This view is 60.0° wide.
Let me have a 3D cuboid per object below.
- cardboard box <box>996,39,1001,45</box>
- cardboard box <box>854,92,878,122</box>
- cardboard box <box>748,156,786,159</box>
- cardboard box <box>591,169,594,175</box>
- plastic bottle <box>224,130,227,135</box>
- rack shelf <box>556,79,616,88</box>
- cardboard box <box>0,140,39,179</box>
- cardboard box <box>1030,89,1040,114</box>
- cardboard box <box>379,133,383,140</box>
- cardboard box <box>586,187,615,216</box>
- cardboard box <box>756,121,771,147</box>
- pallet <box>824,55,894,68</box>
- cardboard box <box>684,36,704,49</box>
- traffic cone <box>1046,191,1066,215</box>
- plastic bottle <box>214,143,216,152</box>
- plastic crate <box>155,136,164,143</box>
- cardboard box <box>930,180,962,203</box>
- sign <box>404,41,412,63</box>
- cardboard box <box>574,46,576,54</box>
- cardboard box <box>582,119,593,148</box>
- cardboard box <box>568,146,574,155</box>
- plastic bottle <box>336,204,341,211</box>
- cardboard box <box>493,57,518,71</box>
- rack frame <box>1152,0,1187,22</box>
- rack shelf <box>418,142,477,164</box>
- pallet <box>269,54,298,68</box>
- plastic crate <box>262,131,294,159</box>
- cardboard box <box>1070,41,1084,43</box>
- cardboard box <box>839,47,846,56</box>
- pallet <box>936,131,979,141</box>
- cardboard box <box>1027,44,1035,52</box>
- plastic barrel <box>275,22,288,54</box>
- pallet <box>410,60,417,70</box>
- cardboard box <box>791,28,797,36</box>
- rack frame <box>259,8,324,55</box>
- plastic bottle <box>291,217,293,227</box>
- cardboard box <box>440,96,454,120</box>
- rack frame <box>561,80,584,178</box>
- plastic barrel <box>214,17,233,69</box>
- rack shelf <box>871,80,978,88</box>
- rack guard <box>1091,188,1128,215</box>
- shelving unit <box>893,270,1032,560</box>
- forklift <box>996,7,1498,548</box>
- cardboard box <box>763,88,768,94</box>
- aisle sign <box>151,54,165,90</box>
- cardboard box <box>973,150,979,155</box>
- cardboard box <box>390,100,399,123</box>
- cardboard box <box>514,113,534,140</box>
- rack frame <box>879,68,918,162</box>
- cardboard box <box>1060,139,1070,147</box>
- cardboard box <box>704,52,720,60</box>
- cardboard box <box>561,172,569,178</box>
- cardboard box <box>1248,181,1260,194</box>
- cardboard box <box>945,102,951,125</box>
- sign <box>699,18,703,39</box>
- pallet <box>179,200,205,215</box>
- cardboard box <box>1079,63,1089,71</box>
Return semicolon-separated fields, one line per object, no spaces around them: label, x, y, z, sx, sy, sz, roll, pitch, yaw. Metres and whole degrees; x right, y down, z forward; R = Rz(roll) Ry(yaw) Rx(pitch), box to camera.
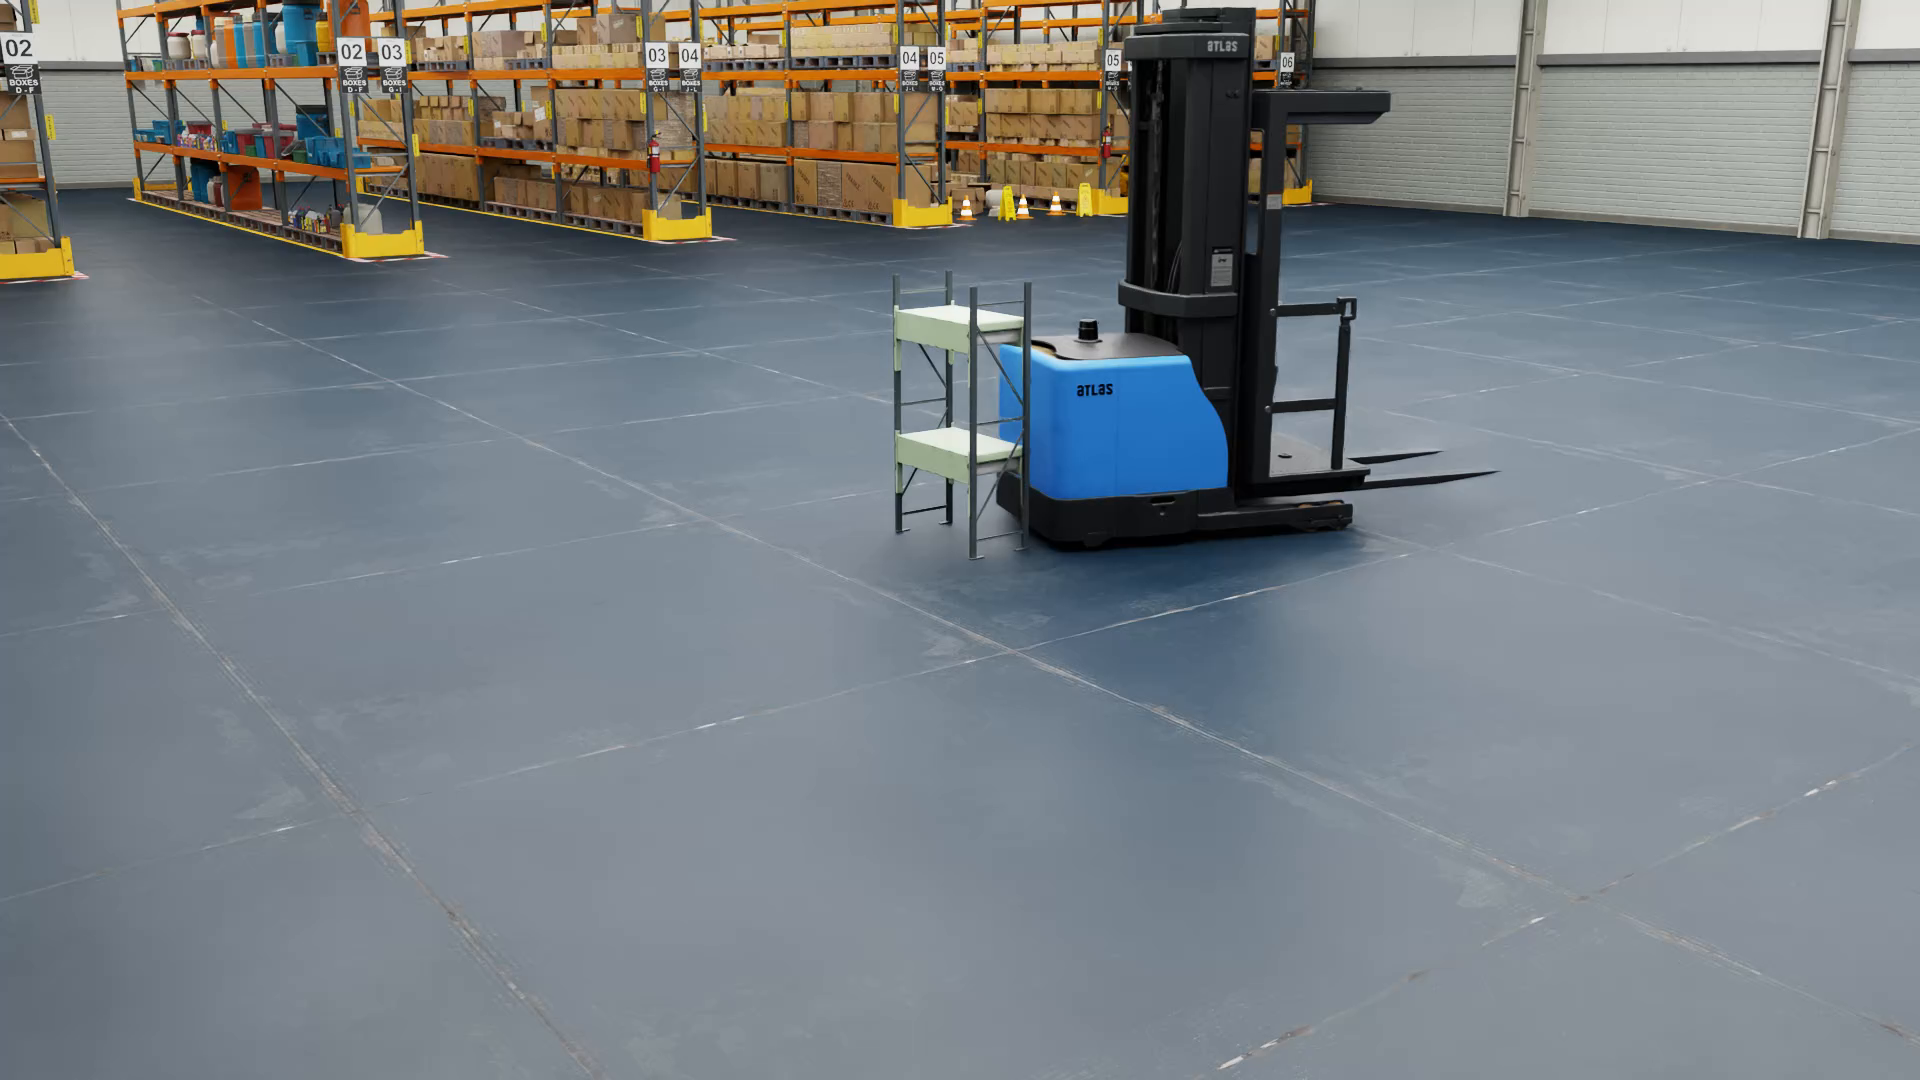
cardboard box;0.565;-11.097;37.297;0.500;0.250;0.500;-11;19;-36
cardboard box;-1.512;-8.265;31.761;0.875;0.550;0.550;-11;19;-35
cardboard box;-5.157;-10.196;45.205;0.875;0.438;0.875;-10;18;-33
cardboard box;-9.044;-9.248;41.725;0.380;0.149;0.250;-10;18;-32
plastic bottle;-14.927;-8.179;33.871;0.144;0.351;0.185;-11;19;-35
rack shelf;-8.939;-11.432;41.343;1.077;0.370;4.000;-11;19;-35
cardboard box;-13.058;-5.207;22.730;0.700;0.500;0.500;-11;19;-35
cardboard box;1.905;-9.212;34.904;0.700;0.500;0.500;-11;19;-35
cardboard box;-13.339;-9.434;38.840;0.380;0.149;0.250;-11;19;-36
cardboard box;-6.585;-6.232;30.605;0.500;0.500;0.500;-5;16;-17
cardboard box;-3.879;-8.423;34.478;0.500;0.500;0.500;-11;19;-35
pallet;-1.874;-9.164;31.862;1.003;0.211;1.213;-11;19;-35
cardboard box;-5.859;-10.961;36.621;0.396;0.266;0.258;-11;19;-35
traffic cone;1.941;-6.800;33.546;0.336;0.463;0.334;-11;19;-35
plastic bottle;-14.125;-7.486;31.620;0.097;0.201;0.097;0;15;0
plastic crate;-17.108;-8.615;35.755;0.293;0.136;0.466;-11;19;-35
cardboard box;-0.400;-7.174;34.578;0.797;0.637;0.503;-11;19;-35
sign;-8.338;-7.361;25.090;0.100;0.325;0.005;-11;19;-35
cardboard box;-6.656;-8.745;29.691;0.380;0.149;0.250;-10;18;-33
cardboard box;-6.275;-7.331;29.926;0.875;0.500;0.500;-11;19;-35
cardboard box;-6.942;-7.130;30.421;0.380;0.149;0.250;-11;19;-35
plastic bottle;-10.525;-5.521;28.252;0.144;0.351;0.185;-11;19;-36
cardboard box;-8.801;-9.319;32.545;0.500;0.250;0.500;-10;18;-33
rack frame;4.898;-12.651;38.754;1.000;3.000;0.127;-11;19;-35
rack shelf;-10.659;-8.383;35.884;1.077;0.370;4.000;-11;19;-35
pallet;-10.634;-7.896;27.420;1.213;0.211;1.003;-11;19;-35
plastic crate;-11.669;-6.766;28.495;0.402;0.464;0.583;-11;19;-35
cardboard box;3.152;-12.073;41.148;0.700;0.500;0.500;-11;19;-36
cardboard box;-2.073;-9.263;31.547;0.380;0.149;0.250;-11;19;-34
pallet;-0.270;-9.332;38.353;1.003;0.211;1.213;-11;19;-35
cardboard box;1.616;-10.309;34.844;0.380;0.149;0.250;-11;19;-35
plastic barrel;-11.043;-8.260;27.385;0.421;0.512;0.421;0;15;0
pallet;-12.307;-10.737;37.609;1.003;0.211;1.213;-11;19;-35
cardboard box;-3.120;-10.027;32.828;0.380;0.149;0.250;-11;19;-34
rack frame;-11.137;-9.573;27.507;1.000;3.000;0.127;-11;19;-35
plastic bottle;-11.185;-5.363;27.954;0.097;0.201;0.097;0;15;0
cardboard box;-10.680;-9.275;35.692;0.797;0.503;0.637;-10;18;-33
rack frame;-10.115;-10.759;43.204;1.000;3.000;0.127;-11;19;-35
plastic barrel;-13.182;-9.013;30.194;0.600;0.901;0.600;0;15;0
rack shelf;-0.982;-12.993;47.047;1.077;0.370;4.000;-11;19;-35
rack guard;3.192;-6.943;33.996;1.175;0.500;0.348;-11;19;-35
shelving unit;0.004;-0.722;9.373;0.431;1.500;0.755;-11;19;-35
forklift;1.794;-1.583;9.808;3.031;2.935;1.130;-5;16;-18
cardboard box;-4.958;-11.837;43.832;0.380;0.149;0.250;-11;19;-36
aisle sign;-17.998;-10.557;37.540;0.394;0.787;0.004;-11;19;-35
cardboard box;0.576;-10.558;45.179;0.380;0.149;0.250;-12;19;-37
cardboard box;-12.612;-9.754;37.831;0.500;0.500;0.500;-11;19;-34
cardboard box;-8.225;-8.057;32.339;0.797;0.503;0.637;-9;18;-29
rack frame;-1.467;-9.841;39.849;1.000;3.000;0.127;-11;19;-35
cardboard box;2.296;-8.203;34.341;0.380;0.149;0.250;-10;18;-34
cardboard box;-5.344;-10.531;36.180;0.380;0.149;0.250;-12;19;-37
cardboard box;-10.066;-9.425;42.935;0.380;0.149;0.250;-10;18;-33
cardboard box;6.718;-7.831;36.920;0.500;0.250;0.500;-11;19;-34
cardboard box;-0.163;-9.661;37.642;0.500;0.500;0.500;-10;18;-33
sign;-4.340;-8.547;27.784;0.100;0.325;0.005;-11;19;-35
pallet;-15.421;-6.872;34.283;1.003;0.211;1.213;-11;19;-35
cardboard box;2.628;-9.539;33.540;0.380;0.149;0.250;-11;19;-34
